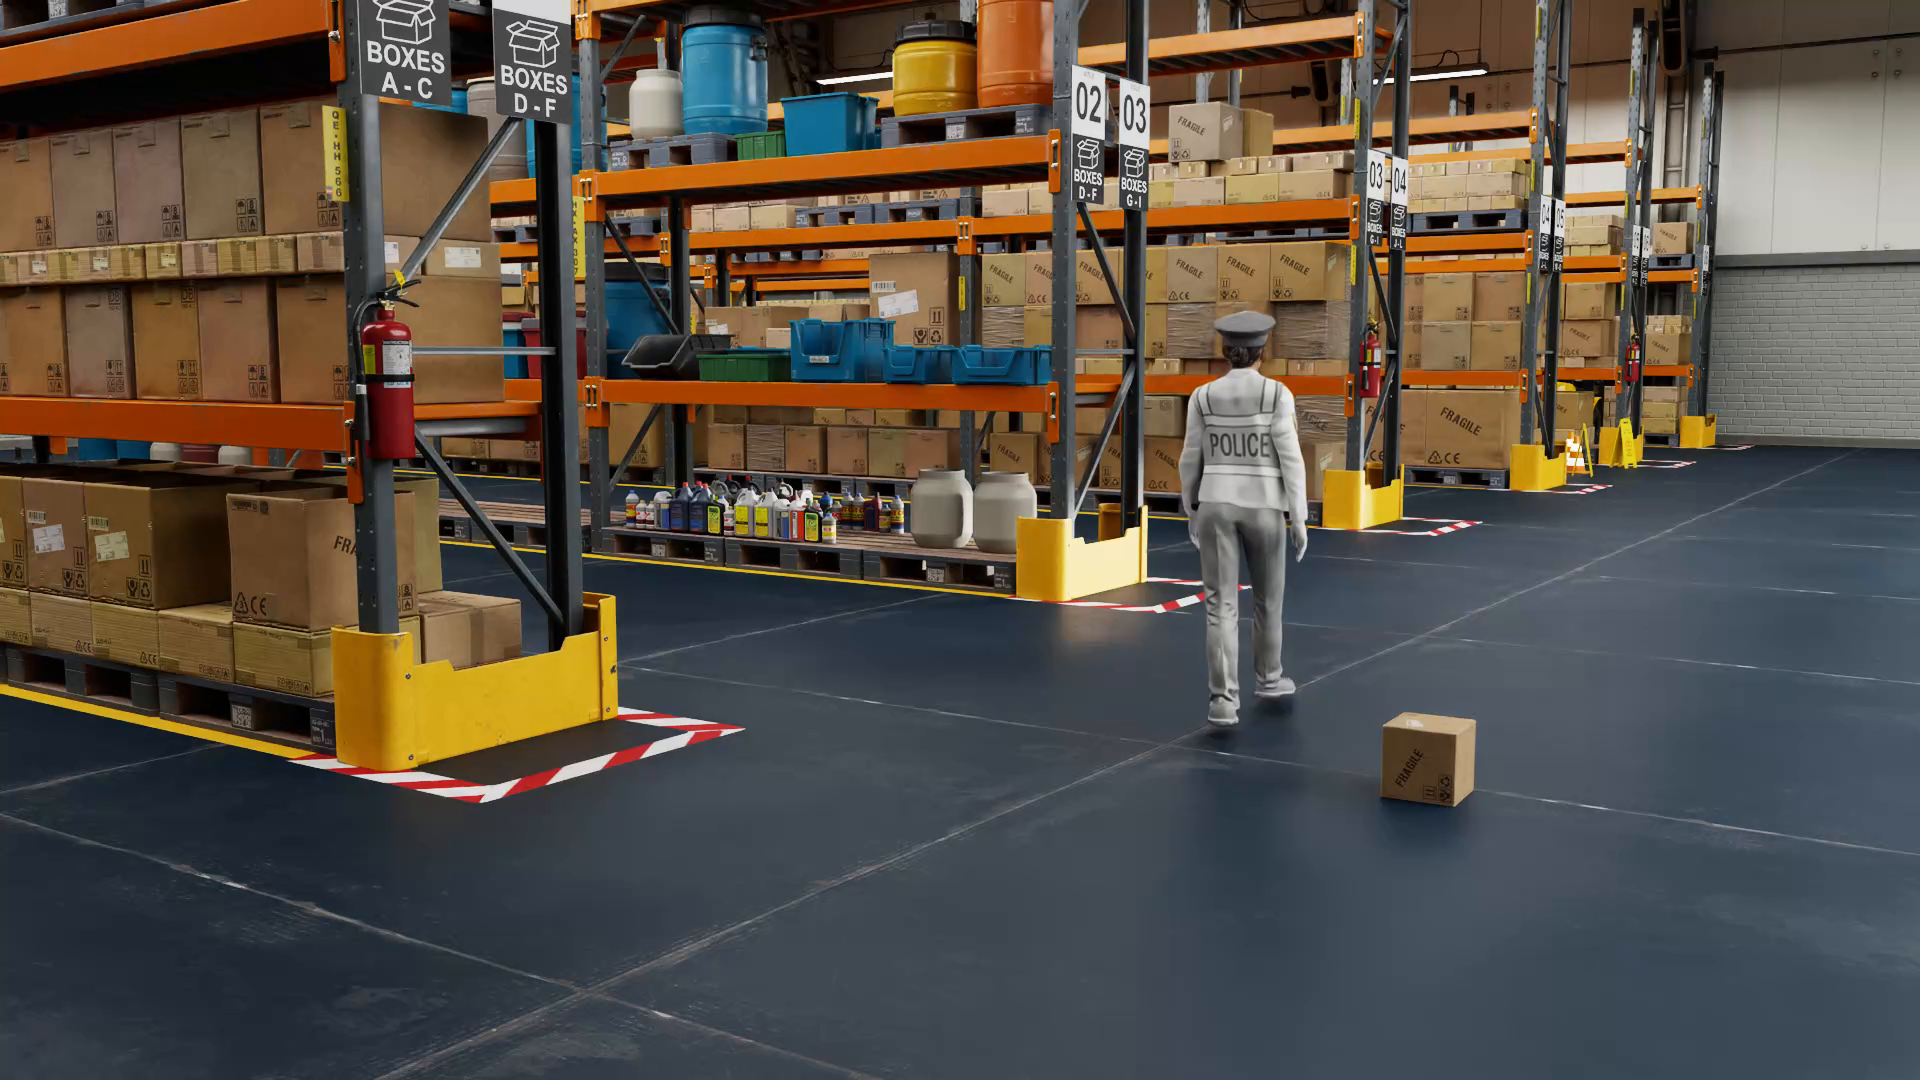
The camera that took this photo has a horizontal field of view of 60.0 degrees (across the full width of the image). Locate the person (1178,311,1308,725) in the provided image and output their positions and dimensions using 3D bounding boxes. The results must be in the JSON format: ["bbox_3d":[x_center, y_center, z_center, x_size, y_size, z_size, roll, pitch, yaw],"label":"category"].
[{"bbox_3d":[1.154,-0.111,6.773,0.531,1.633,0.908,2,7,14],"label":"person"}]
